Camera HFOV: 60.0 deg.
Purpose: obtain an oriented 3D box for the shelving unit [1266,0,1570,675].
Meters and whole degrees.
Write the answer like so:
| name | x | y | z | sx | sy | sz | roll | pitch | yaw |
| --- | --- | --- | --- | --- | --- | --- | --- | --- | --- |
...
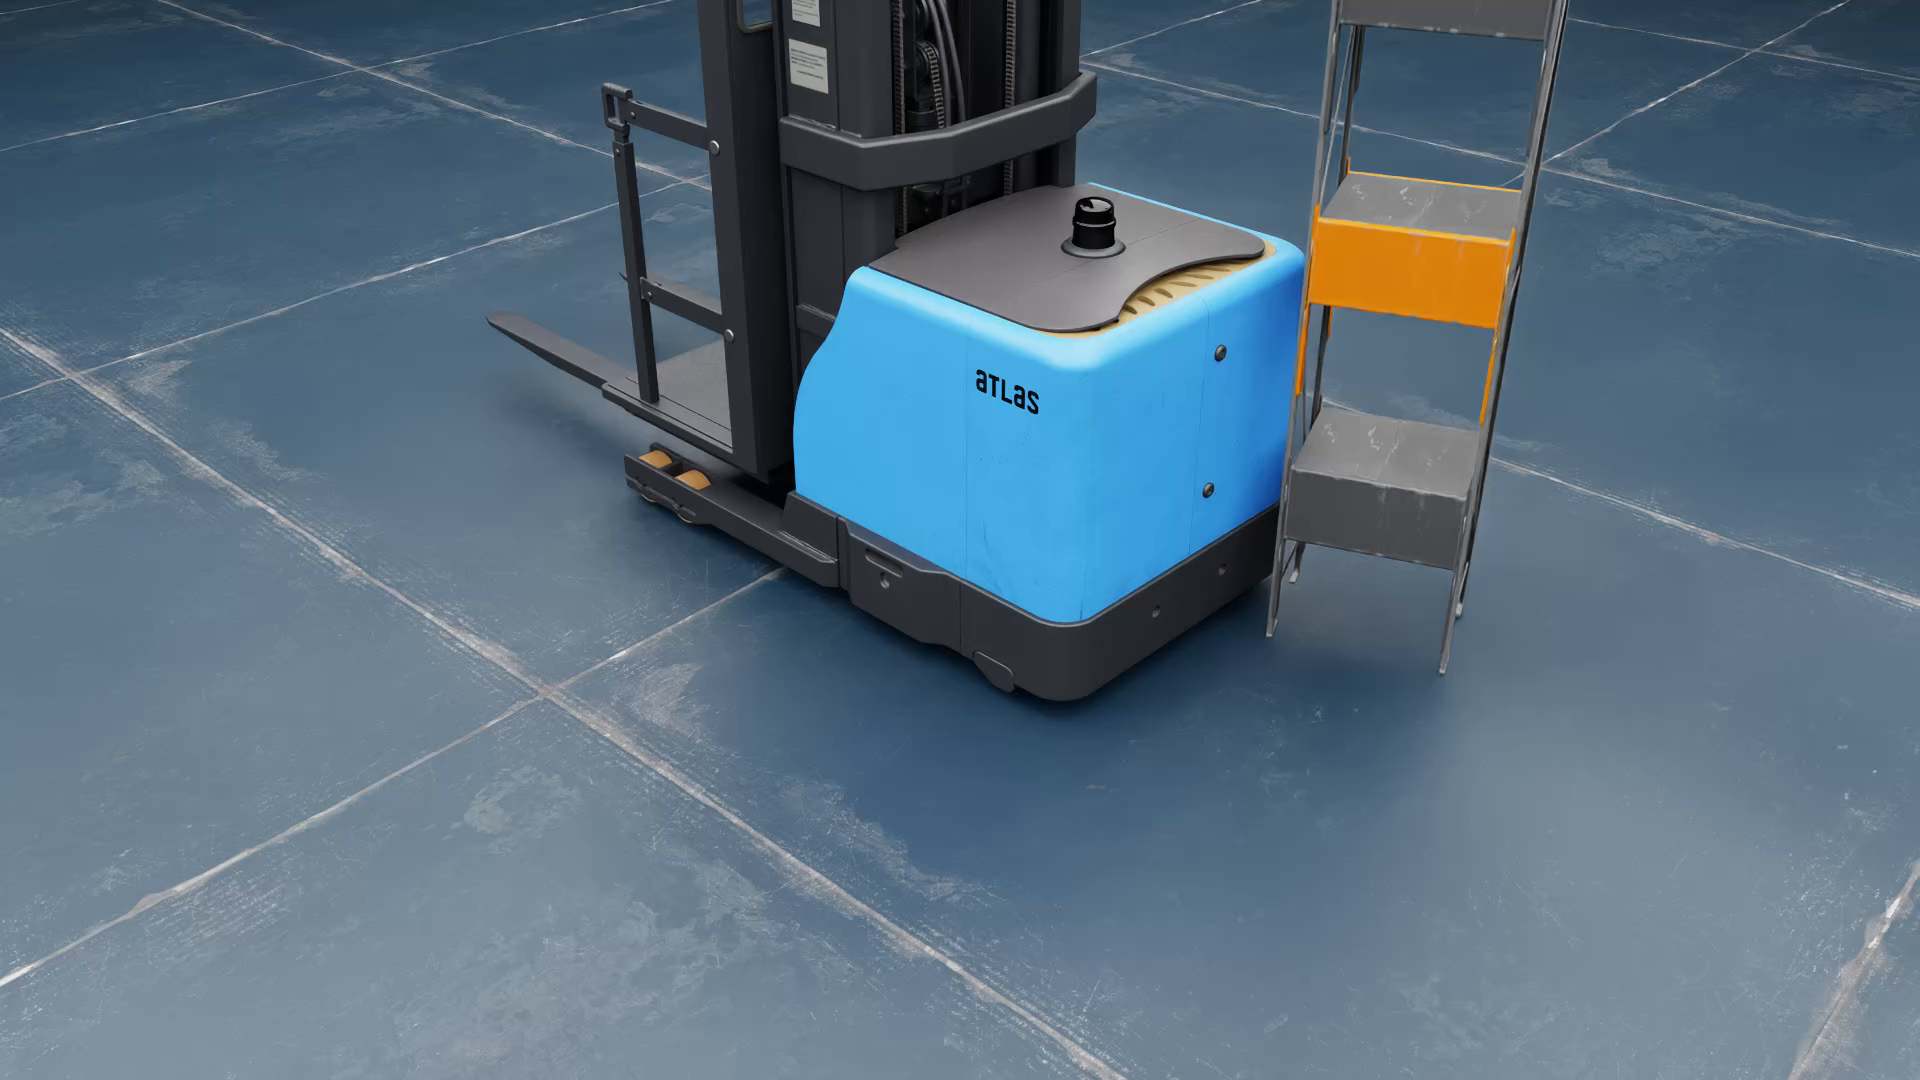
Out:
| name | x | y | z | sx | sy | sz | roll | pitch | yaw |
| --- | --- | --- | --- | --- | --- | --- | --- | --- | --- |
| shelving unit | 1.179 | -0.668 | 4.320 | 0.503 | 2.100 | 0.431 | 11 | 33 | 19 |

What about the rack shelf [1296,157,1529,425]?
| name | x | y | z | sx | sy | sz | roll | pitch | yaw |
| --- | --- | --- | --- | --- | --- | --- | --- | --- | --- |
| rack shelf | 1.179 | -0.656 | 4.327 | 0.480 | 0.518 | 0.431 | 11 | 33 | 19 |

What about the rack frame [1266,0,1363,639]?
| name | x | y | z | sx | sy | sz | roll | pitch | yaw |
| --- | --- | --- | --- | --- | --- | --- | --- | --- | --- |
| rack frame | 0.953 | -0.714 | 4.400 | 0.015 | 2.100 | 0.400 | 11 | 33 | 19 |

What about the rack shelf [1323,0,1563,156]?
| name | x | y | z | sx | sy | sz | roll | pitch | yaw |
| --- | --- | --- | --- | --- | --- | --- | --- | --- | --- |
| rack shelf | 1.174 | -1.257 | 3.968 | 0.480 | 0.518 | 0.431 | 11 | 33 | 19 |

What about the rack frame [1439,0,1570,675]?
| name | x | y | z | sx | sy | sz | roll | pitch | yaw |
| --- | --- | --- | --- | --- | --- | --- | --- | --- | --- |
| rack frame | 1.405 | -0.622 | 4.240 | 0.015 | 2.100 | 0.400 | 11 | 33 | 19 |

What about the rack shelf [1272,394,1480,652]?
| name | x | y | z | sx | sy | sz | roll | pitch | yaw |
| --- | --- | --- | --- | --- | --- | --- | --- | --- | --- |
| rack shelf | 1.185 | -0.056 | 4.686 | 0.480 | 0.518 | 0.431 | 11 | 33 | 19 |

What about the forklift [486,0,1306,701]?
| name | x | y | z | sx | sy | sz | roll | pitch | yaw |
| --- | --- | --- | --- | --- | --- | --- | --- | --- | --- |
| forklift | -0.452 | -1.481 | 4.868 | 3.031 | 2.935 | 1.130 | 26 | 40 | 37 |
